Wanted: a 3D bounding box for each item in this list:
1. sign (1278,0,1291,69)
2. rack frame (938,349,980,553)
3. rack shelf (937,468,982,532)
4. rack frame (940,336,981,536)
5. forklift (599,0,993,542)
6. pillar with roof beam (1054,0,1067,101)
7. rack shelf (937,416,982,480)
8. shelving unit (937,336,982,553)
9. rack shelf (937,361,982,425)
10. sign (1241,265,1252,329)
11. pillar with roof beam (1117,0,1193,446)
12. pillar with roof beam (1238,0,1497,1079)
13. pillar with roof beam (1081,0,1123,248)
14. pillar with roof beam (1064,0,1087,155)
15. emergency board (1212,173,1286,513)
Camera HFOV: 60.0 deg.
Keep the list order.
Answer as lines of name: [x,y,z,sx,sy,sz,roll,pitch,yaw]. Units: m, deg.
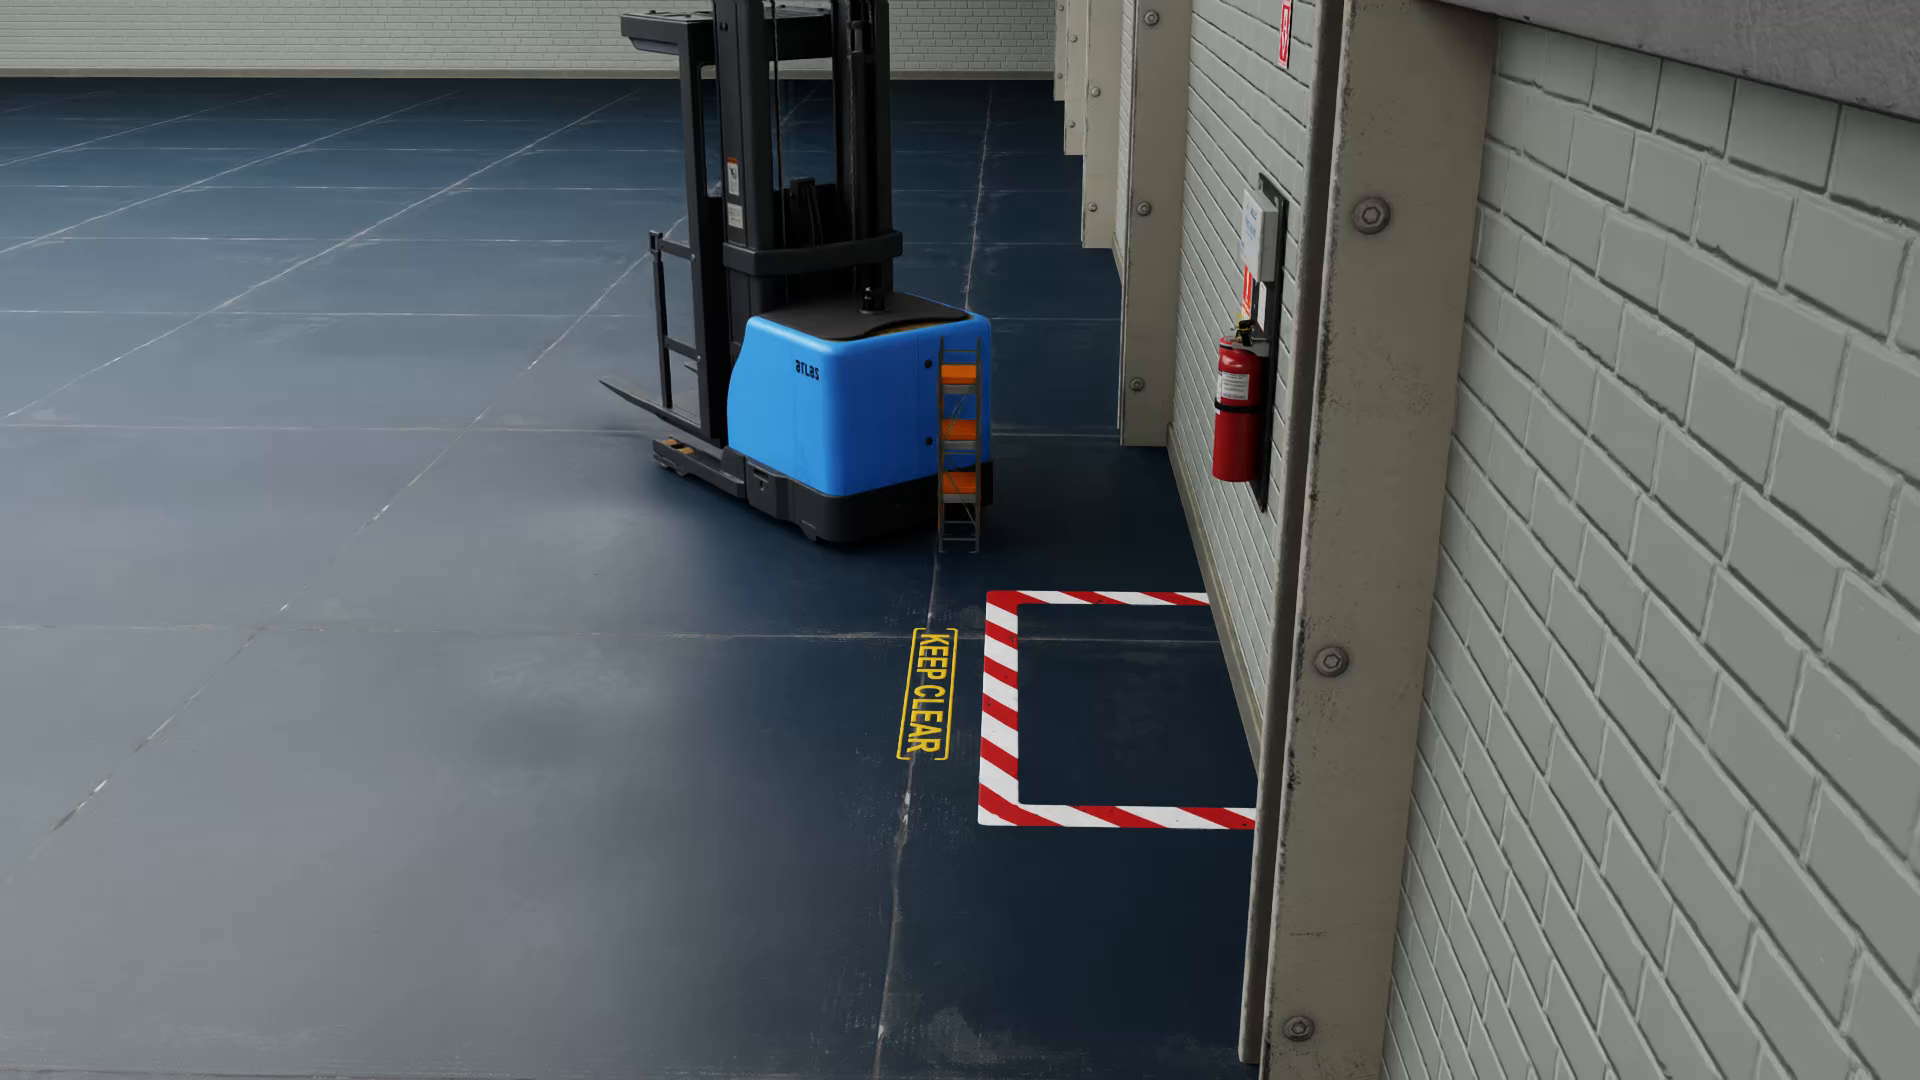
sign: [1.158,-1.840,5.921,0.001,0.298,0.199,1,21,2]
rack frame: [-0.005,-0.426,8.175,0.200,1.050,0.008,1,21,2]
rack shelf: [-0.002,-0.201,8.394,0.215,0.259,0.240,1,21,2]
rack frame: [0.002,-0.514,8.403,0.200,1.050,0.008,1,21,2]
forklift: [-1.115,-1.822,9.173,1.130,2.935,3.031,-15,26,-34]
pillar with roof beam: [-2.628,-11.386,25.435,9.100,9.000,0.400,1,21,2]
rack shelf: [-0.002,-0.460,8.293,0.215,0.259,0.240,1,21,2]
shelving unit: [-0.002,-0.470,8.289,0.215,1.050,0.252,1,21,2]
rack shelf: [-0.002,-0.725,8.190,0.215,0.259,0.240,1,21,2]
sign: [1.178,-0.973,6.841,0.001,0.329,0.234,1,21,2]
pillar with roof beam: [-3.175,-4.878,8.661,9.100,9.000,0.400,1,21,2]
pillar with roof beam: [-3.358,-2.709,3.070,9.100,9.000,0.400,1,21,2]
pillar with roof beam: [-2.993,-7.048,14.253,9.100,9.000,0.400,1,21,2]
pillar with roof beam: [-2.810,-9.217,19.844,9.100,9.000,0.400,1,21,2]
emergency board: [1.058,-0.758,6.335,0.194,1.169,0.643,1,21,2]
